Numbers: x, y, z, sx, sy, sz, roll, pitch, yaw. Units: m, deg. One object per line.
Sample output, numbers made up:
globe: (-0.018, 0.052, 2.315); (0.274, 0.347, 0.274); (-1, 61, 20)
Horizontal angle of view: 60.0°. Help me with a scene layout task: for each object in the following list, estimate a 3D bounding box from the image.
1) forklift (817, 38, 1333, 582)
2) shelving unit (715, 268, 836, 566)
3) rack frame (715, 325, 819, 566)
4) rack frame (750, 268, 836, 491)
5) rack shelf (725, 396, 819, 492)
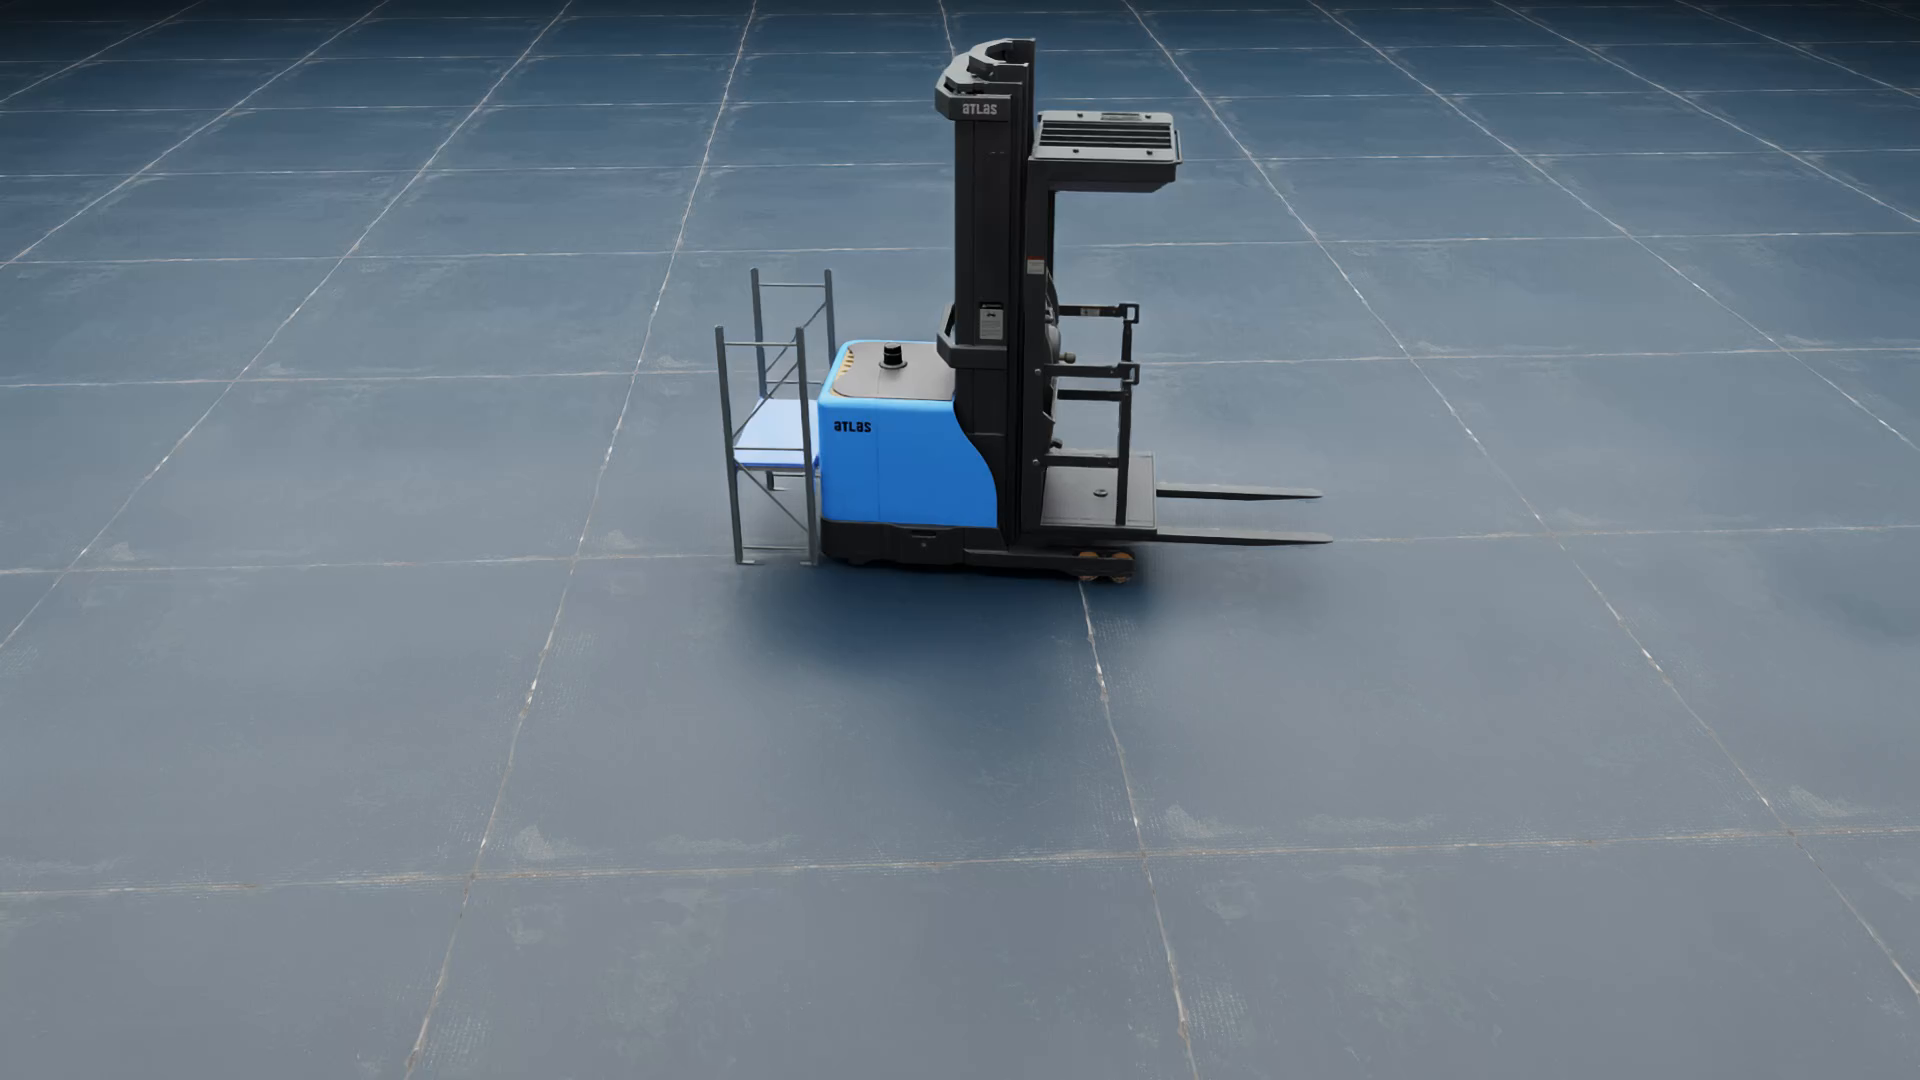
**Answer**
forklift: (0.713, -1.313, 9.598); (3.031, 2.935, 1.130); (2, 28, 5)
shelving unit: (-1.065, -0.758, 10.072); (0.538, 1.500, 1.048); (1, 28, 5)
rack frame: (-1.108, -0.524, 9.623); (0.500, 1.500, 0.032); (1, 28, 5)
rack frame: (-1.022, -0.992, 10.522); (0.500, 1.500, 0.032); (1, 28, 5)
rack shelf: (-1.062, -0.599, 10.155); (0.538, 0.185, 1.000); (1, 28, 5)
